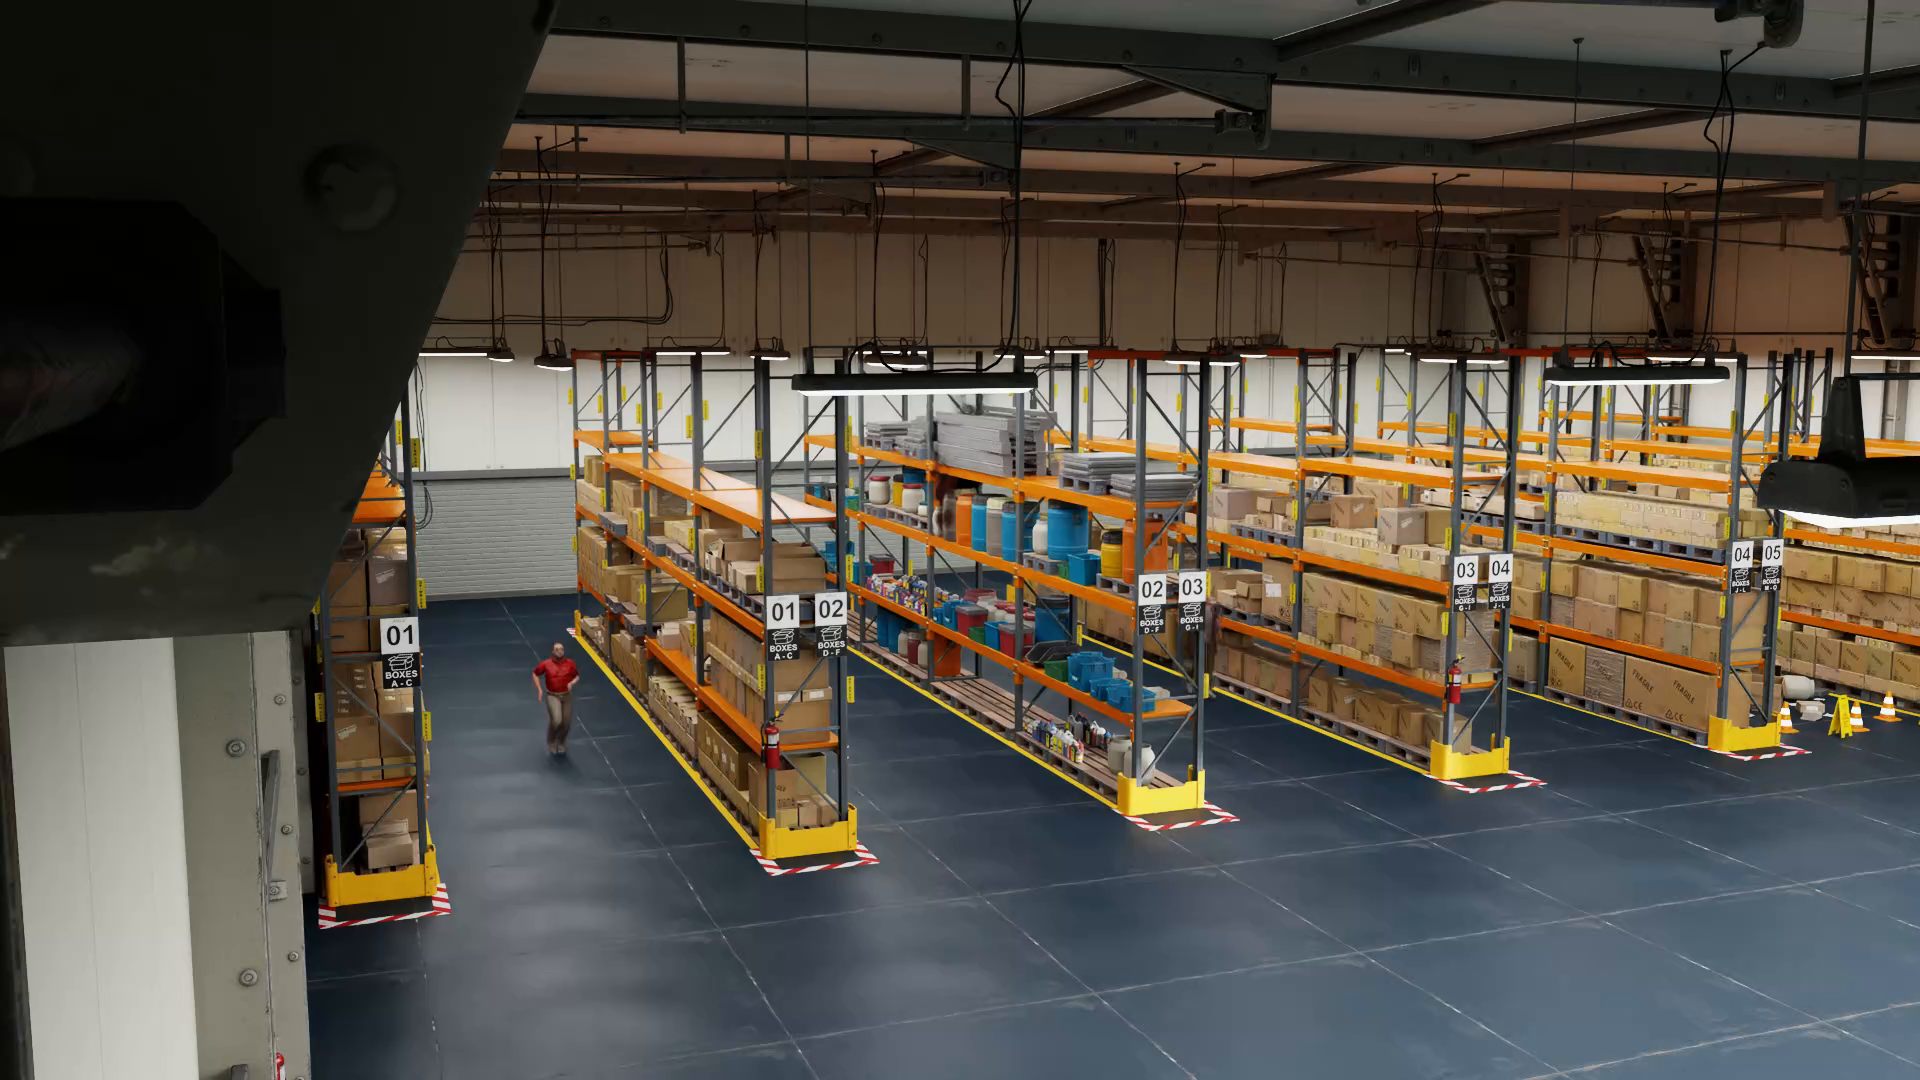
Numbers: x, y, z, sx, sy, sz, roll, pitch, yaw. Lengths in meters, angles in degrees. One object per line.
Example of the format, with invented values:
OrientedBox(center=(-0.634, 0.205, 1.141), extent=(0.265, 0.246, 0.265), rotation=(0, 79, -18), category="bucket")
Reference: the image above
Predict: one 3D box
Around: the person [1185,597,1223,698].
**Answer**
OrientedBox(center=(4.077, 1.714, 27.859), extent=(0.737, 1.797, 0.778), rotation=(-3, 8, -23), category="person")

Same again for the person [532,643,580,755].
OrientedBox(center=(-6.002, 2.389, 24.929), extent=(0.647, 1.698, 0.651), rotation=(-4, 8, -31), category="person")
